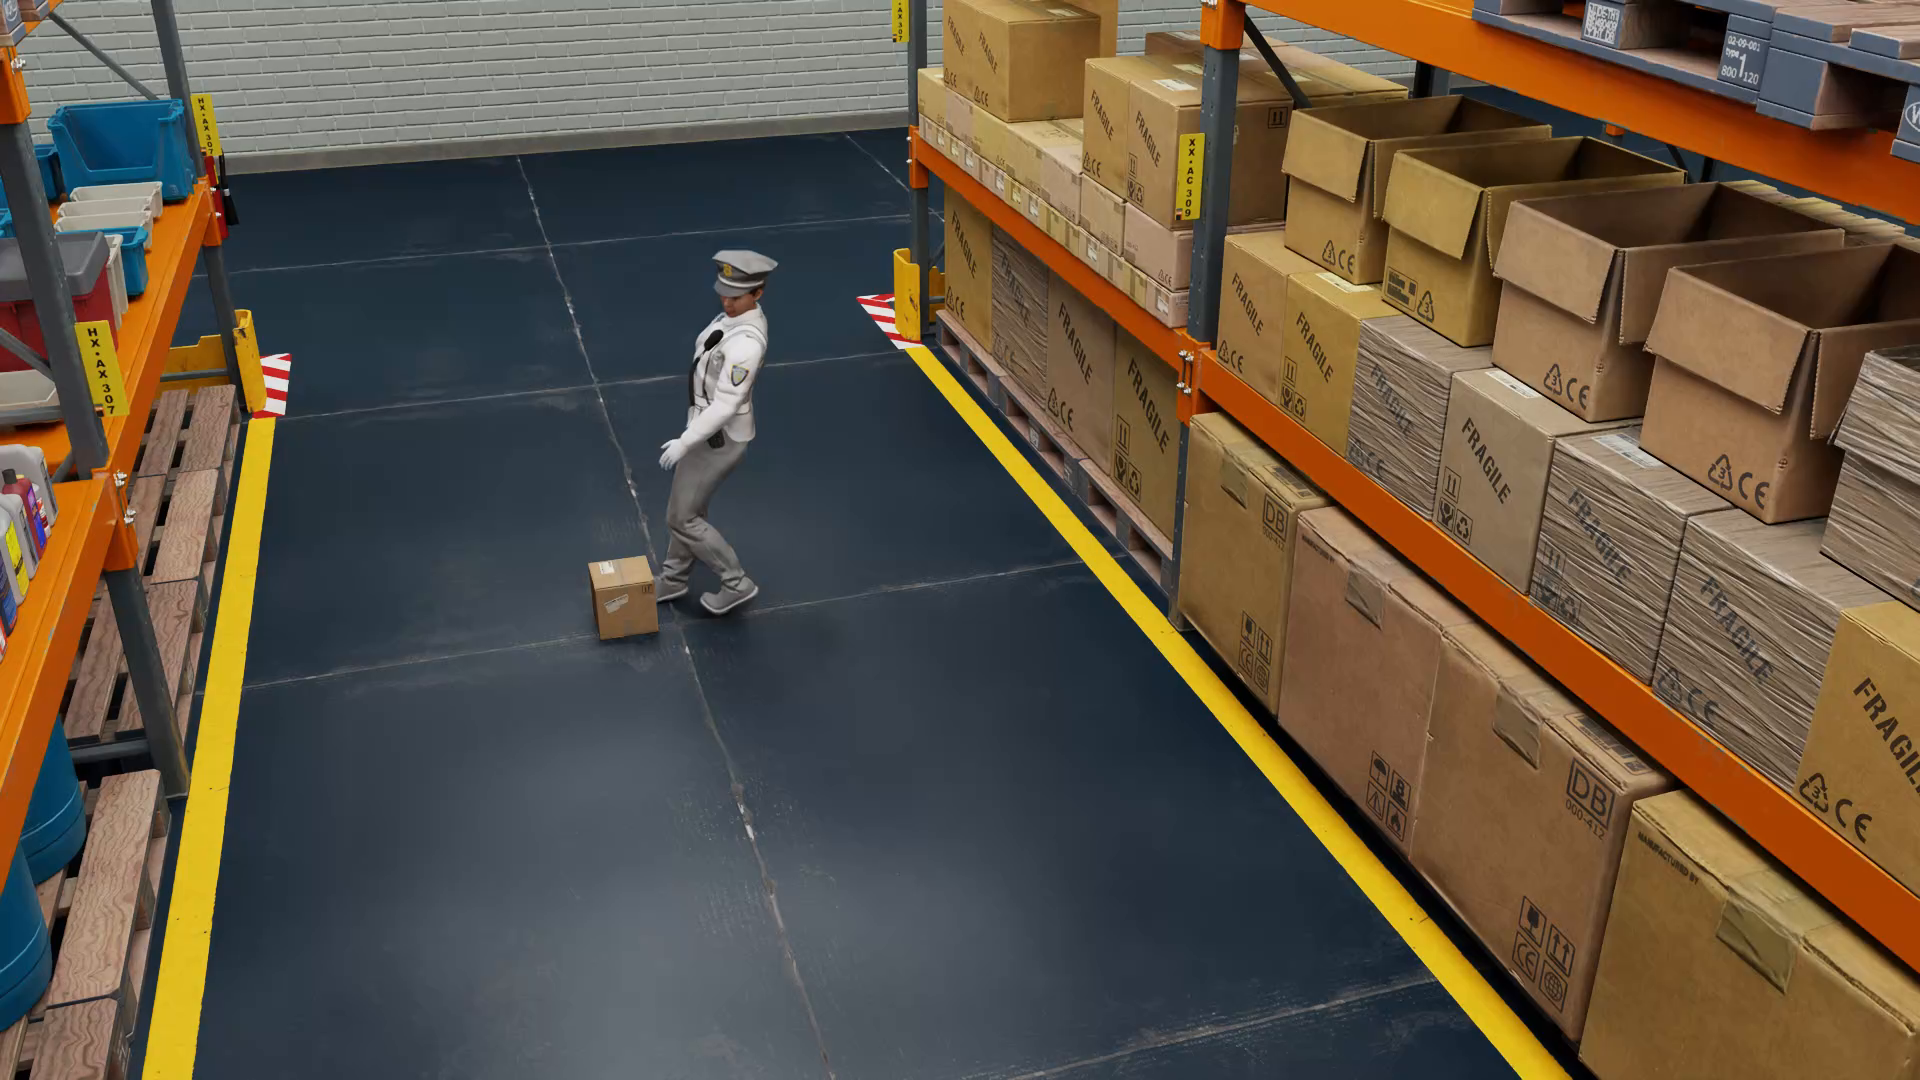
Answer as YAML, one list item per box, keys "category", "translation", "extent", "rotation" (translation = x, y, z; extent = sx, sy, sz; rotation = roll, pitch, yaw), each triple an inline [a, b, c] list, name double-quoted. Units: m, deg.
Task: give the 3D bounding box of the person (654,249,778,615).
- category: "person"
  translation: [-1.106, -0.407, 7.002]
  extent: [0.755, 1.652, 0.515]
  rotation: [-3, 27, -5]
